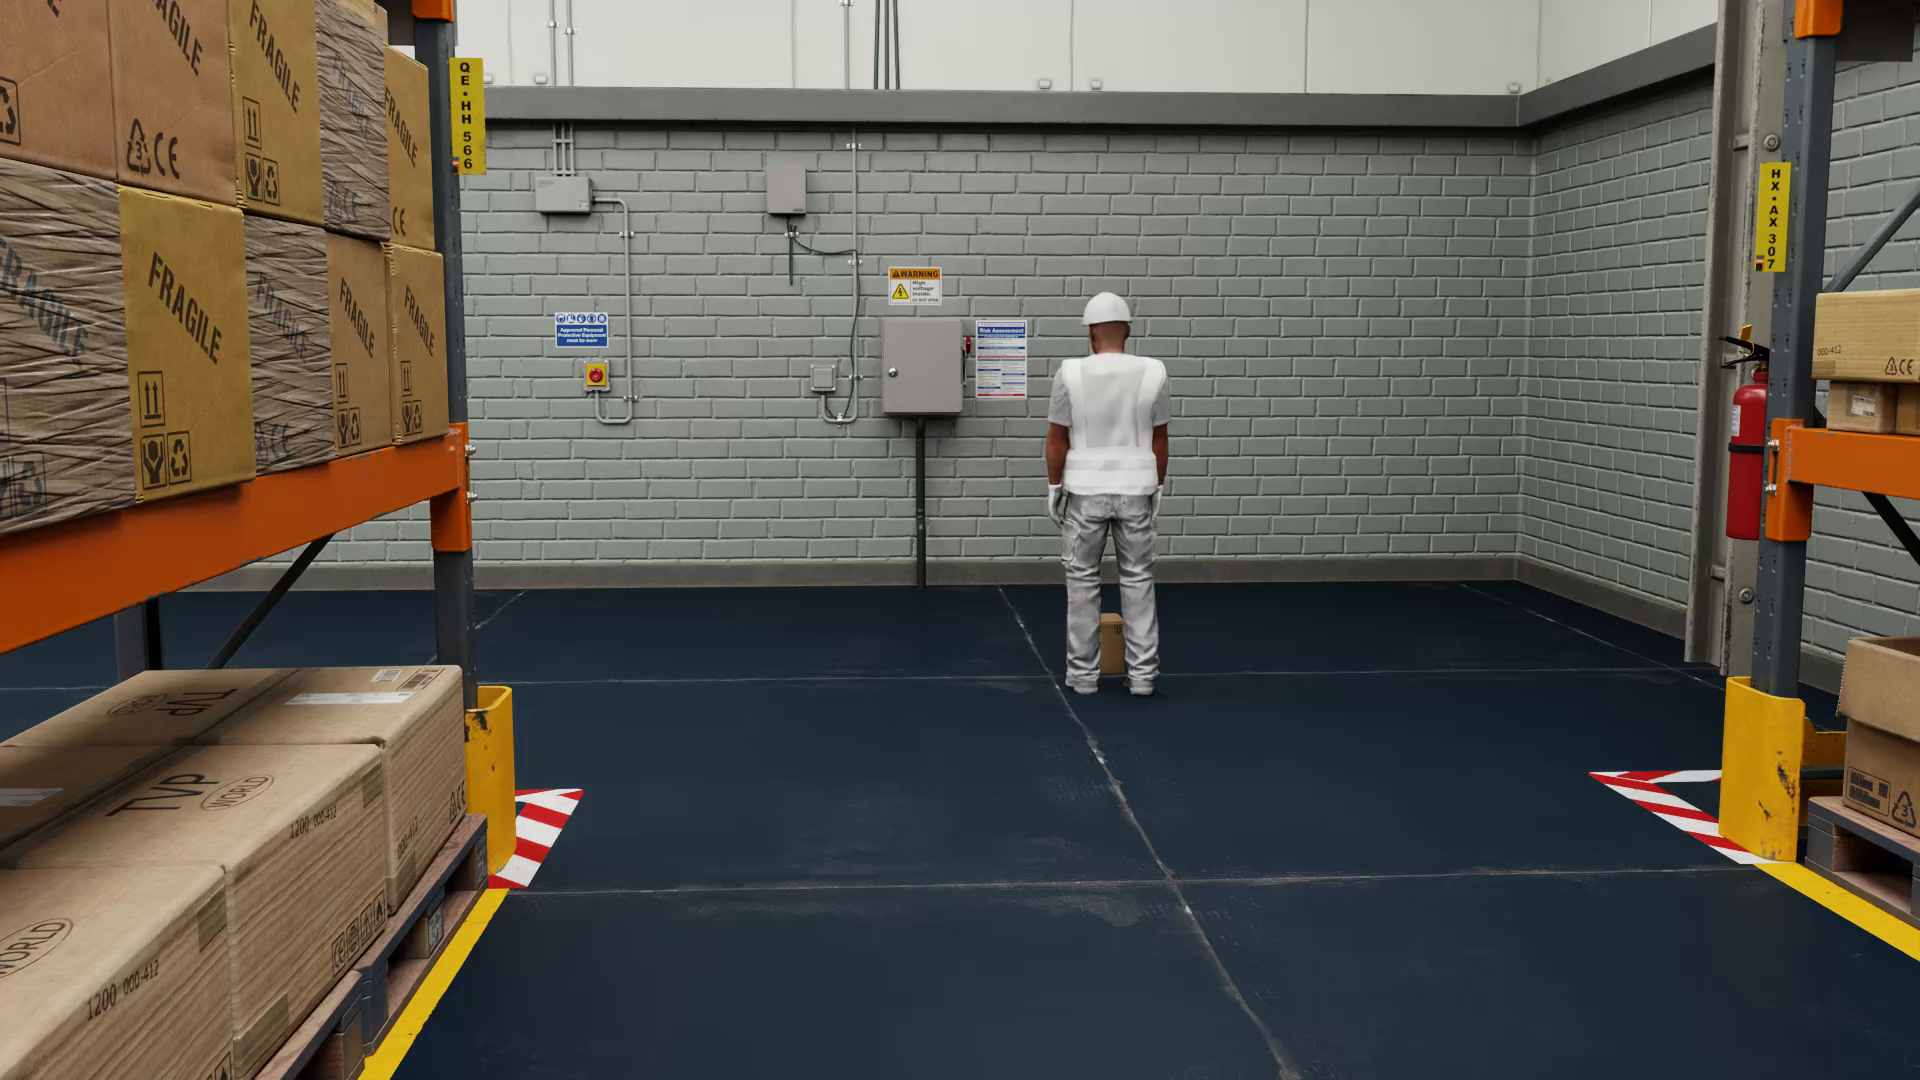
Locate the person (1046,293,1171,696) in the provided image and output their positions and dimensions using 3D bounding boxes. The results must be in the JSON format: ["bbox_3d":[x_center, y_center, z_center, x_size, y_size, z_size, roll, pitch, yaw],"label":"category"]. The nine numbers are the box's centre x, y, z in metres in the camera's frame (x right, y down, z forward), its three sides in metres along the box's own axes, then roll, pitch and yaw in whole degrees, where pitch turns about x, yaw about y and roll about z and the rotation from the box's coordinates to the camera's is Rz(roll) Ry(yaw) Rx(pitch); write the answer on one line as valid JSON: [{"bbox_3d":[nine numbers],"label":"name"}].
[{"bbox_3d":[0.653,-0.202,7.405,0.548,1.777,0.360,0,7,-3],"label":"person"}]
